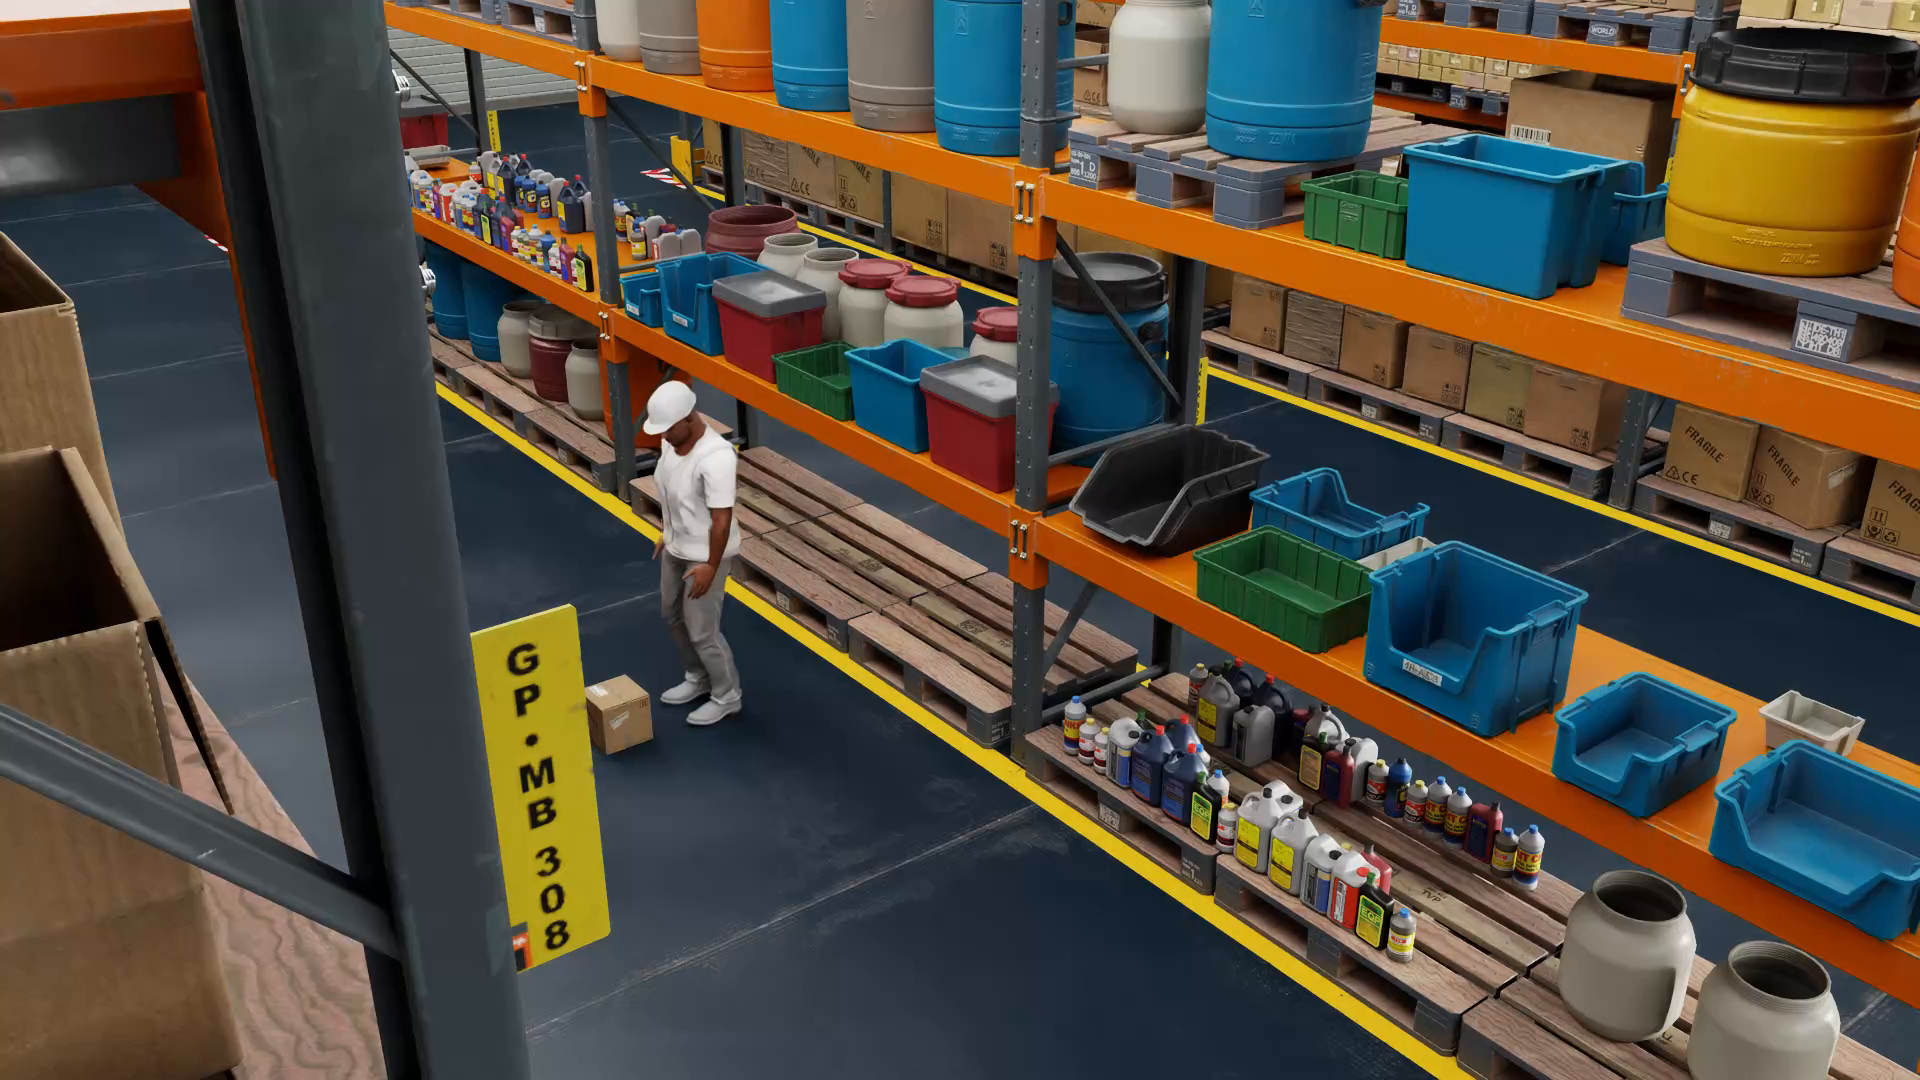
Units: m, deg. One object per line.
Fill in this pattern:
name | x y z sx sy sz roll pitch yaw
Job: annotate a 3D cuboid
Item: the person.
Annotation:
person | -1.276 0.055 7.991 0.409 1.738 0.581 -17 30 -33
